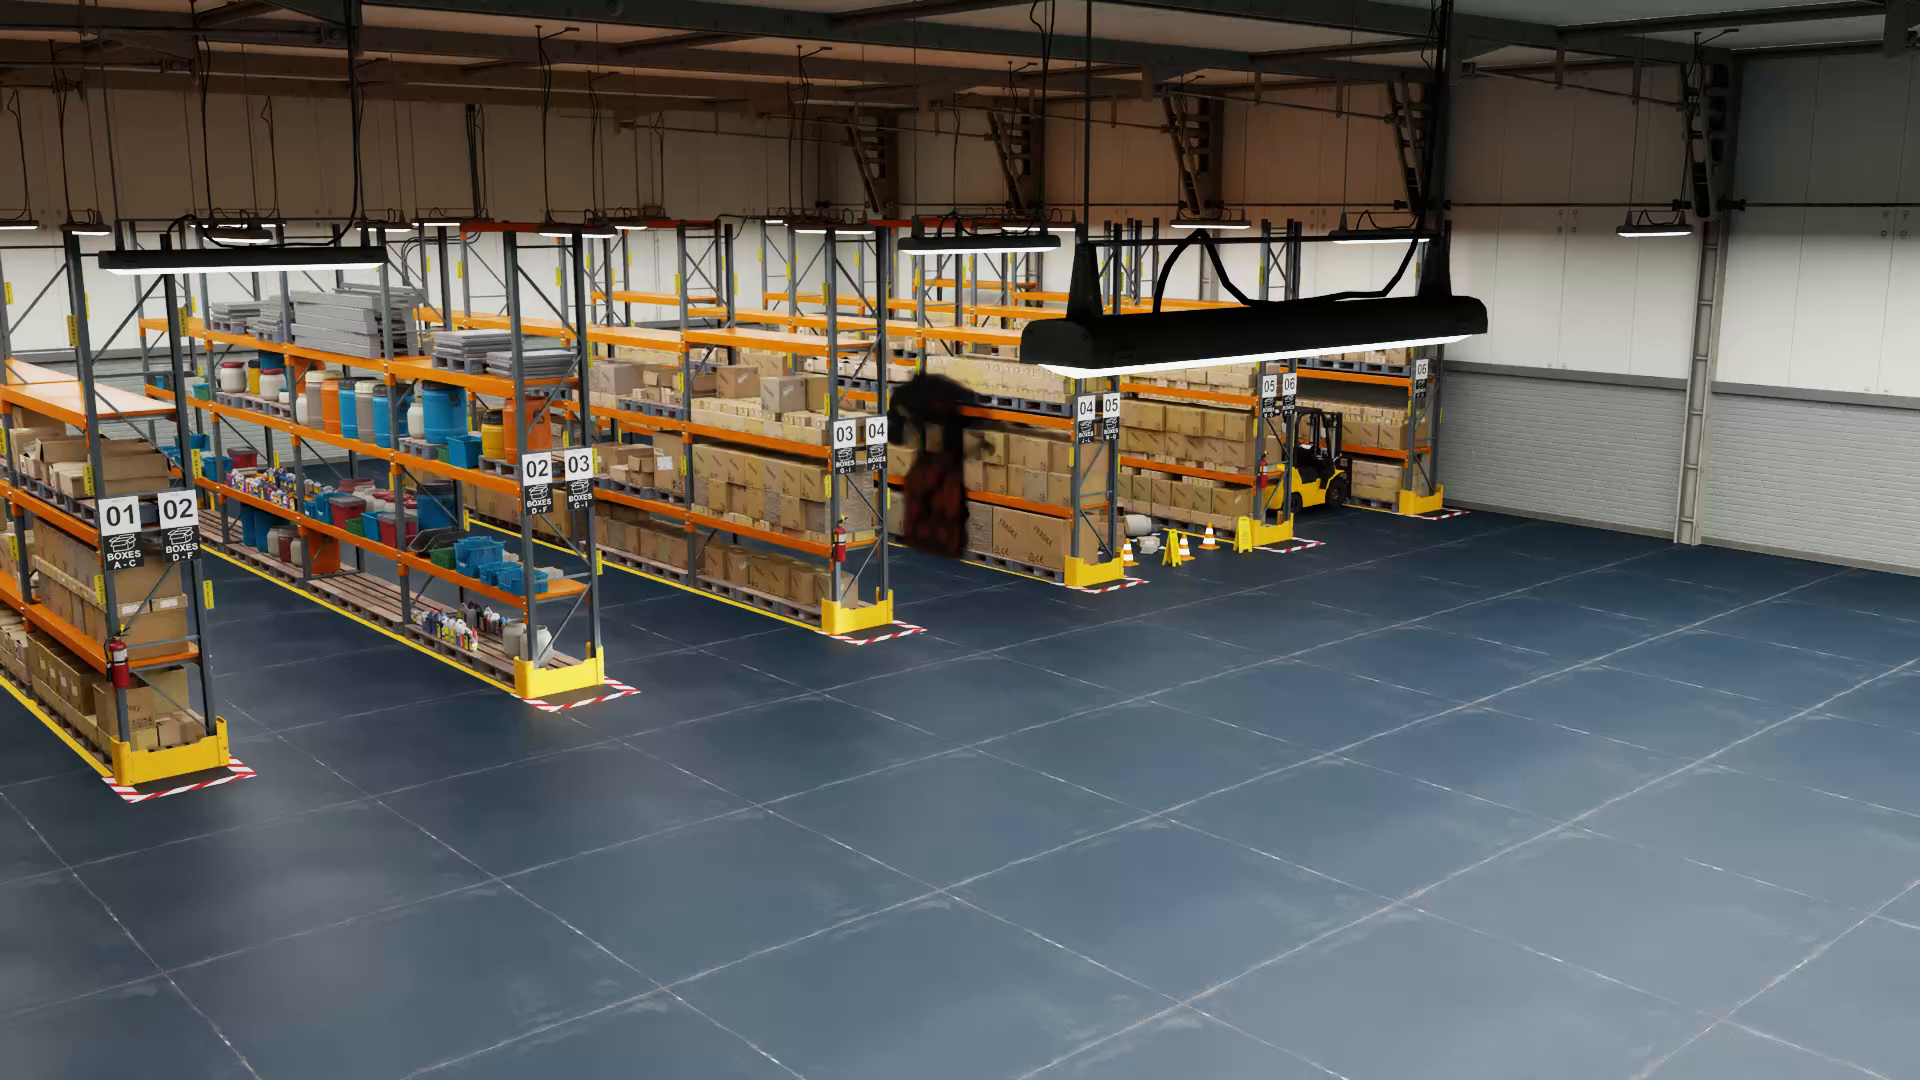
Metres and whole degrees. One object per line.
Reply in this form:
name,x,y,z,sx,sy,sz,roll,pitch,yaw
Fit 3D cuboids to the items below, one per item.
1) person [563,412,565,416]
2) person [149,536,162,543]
person,-9.159,-2.205,38.717,0.579,1.655,0.621,-7,13,-31
person,-13.927,-0.277,28.825,0.653,1.756,0.881,-11,16,-42
